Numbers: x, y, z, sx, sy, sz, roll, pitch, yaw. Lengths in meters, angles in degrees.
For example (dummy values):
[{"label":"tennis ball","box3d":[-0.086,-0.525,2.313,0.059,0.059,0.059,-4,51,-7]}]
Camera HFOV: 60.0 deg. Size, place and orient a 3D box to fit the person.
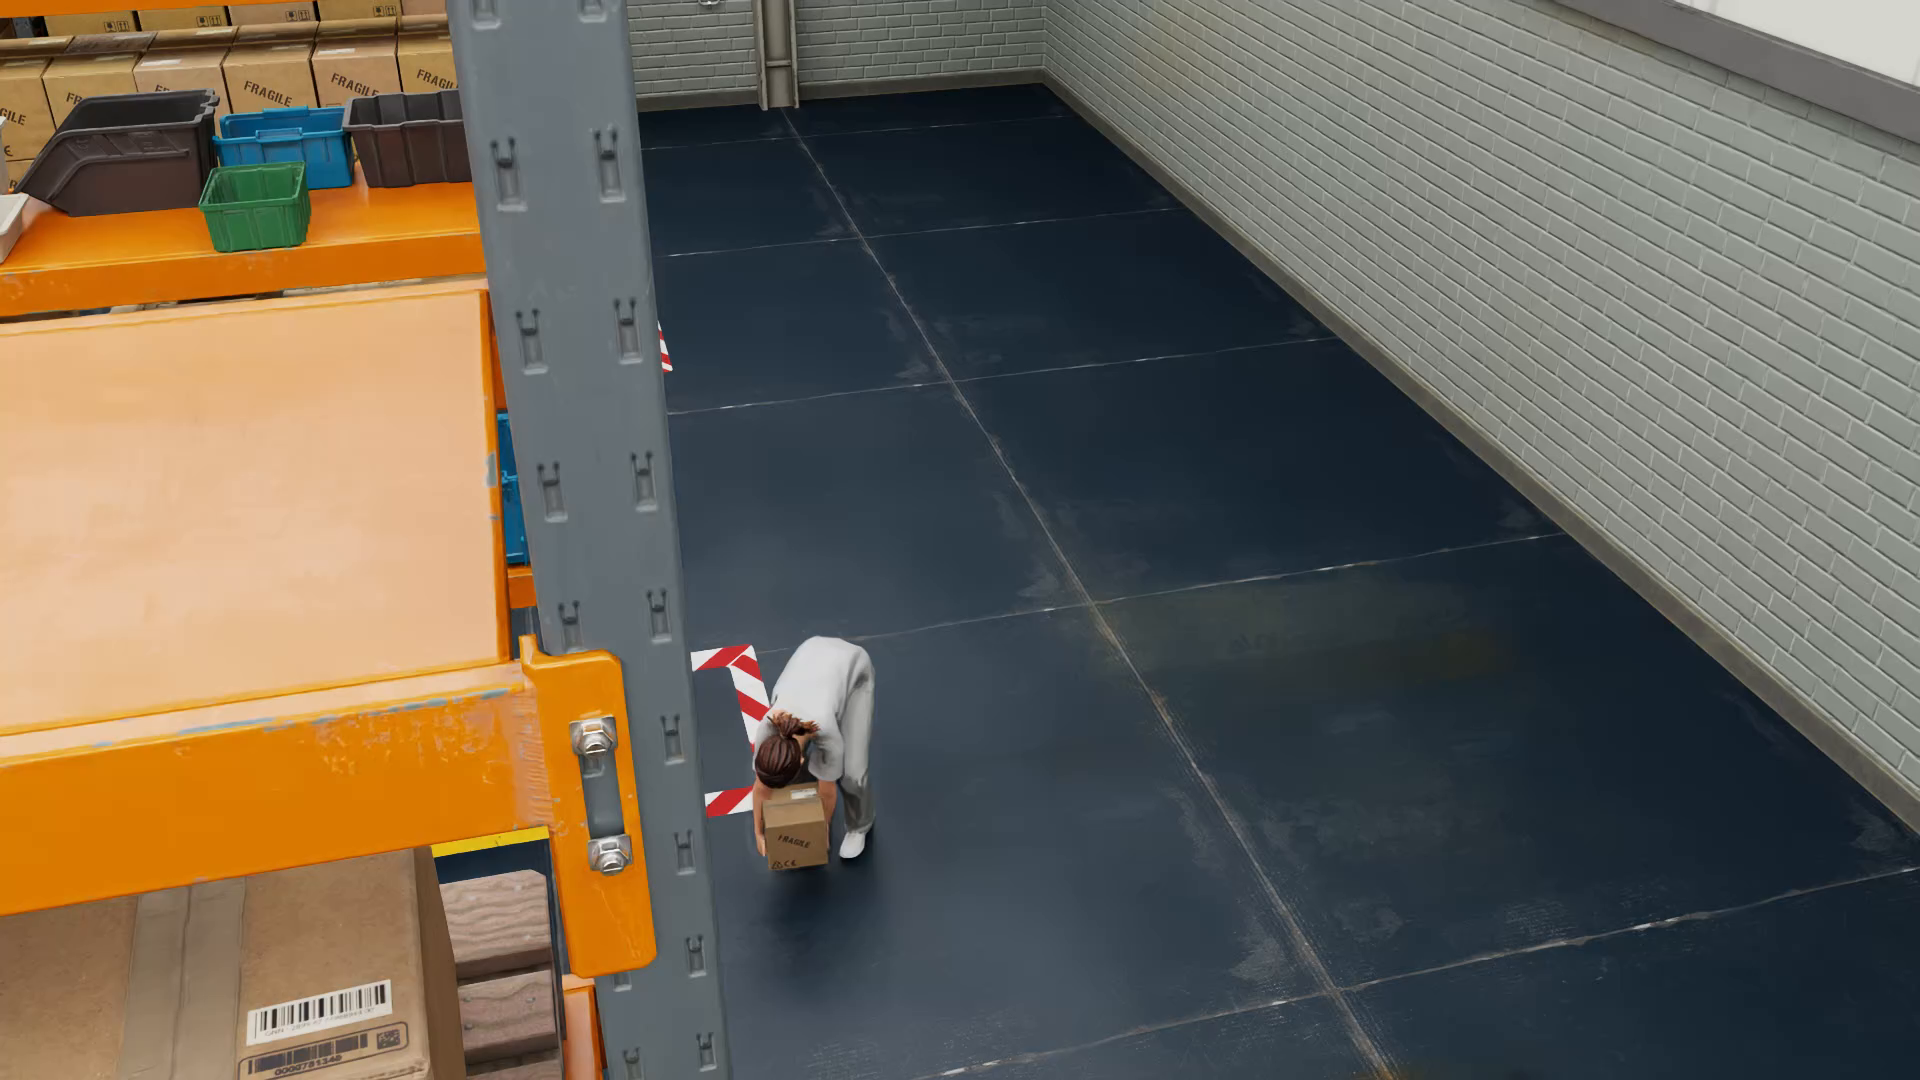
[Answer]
[{"label":"person","box3d":[-0.636,0.988,7.112,0.446,1.002,0.867,10,32,17]}]
